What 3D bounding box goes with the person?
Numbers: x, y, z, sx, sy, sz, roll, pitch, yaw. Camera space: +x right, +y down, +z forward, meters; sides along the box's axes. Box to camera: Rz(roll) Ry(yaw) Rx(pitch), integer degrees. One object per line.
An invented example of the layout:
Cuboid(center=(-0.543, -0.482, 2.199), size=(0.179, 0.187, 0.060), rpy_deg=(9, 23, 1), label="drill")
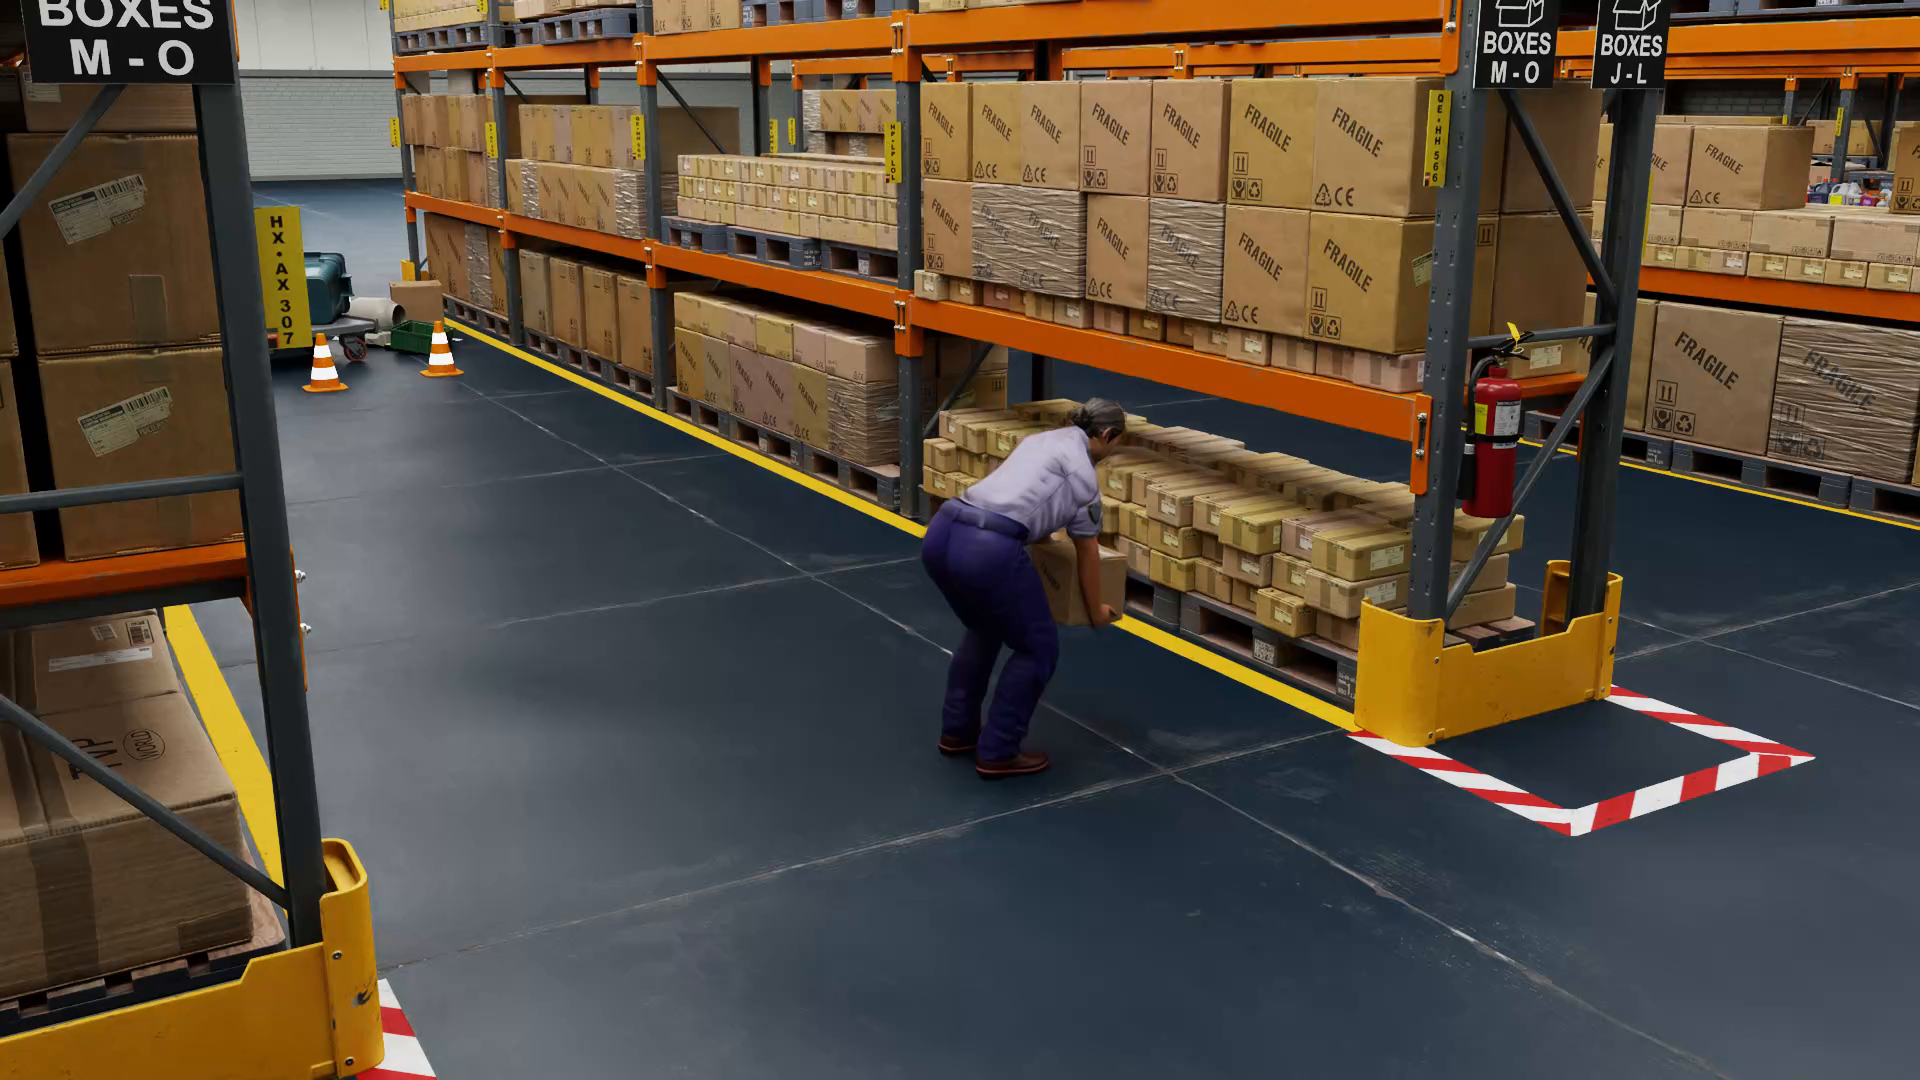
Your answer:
Cuboid(center=(0.263, 0.159, 6.106), size=(0.815, 1.315, 0.466), rpy_deg=(-9, 18, -31), label="person")
